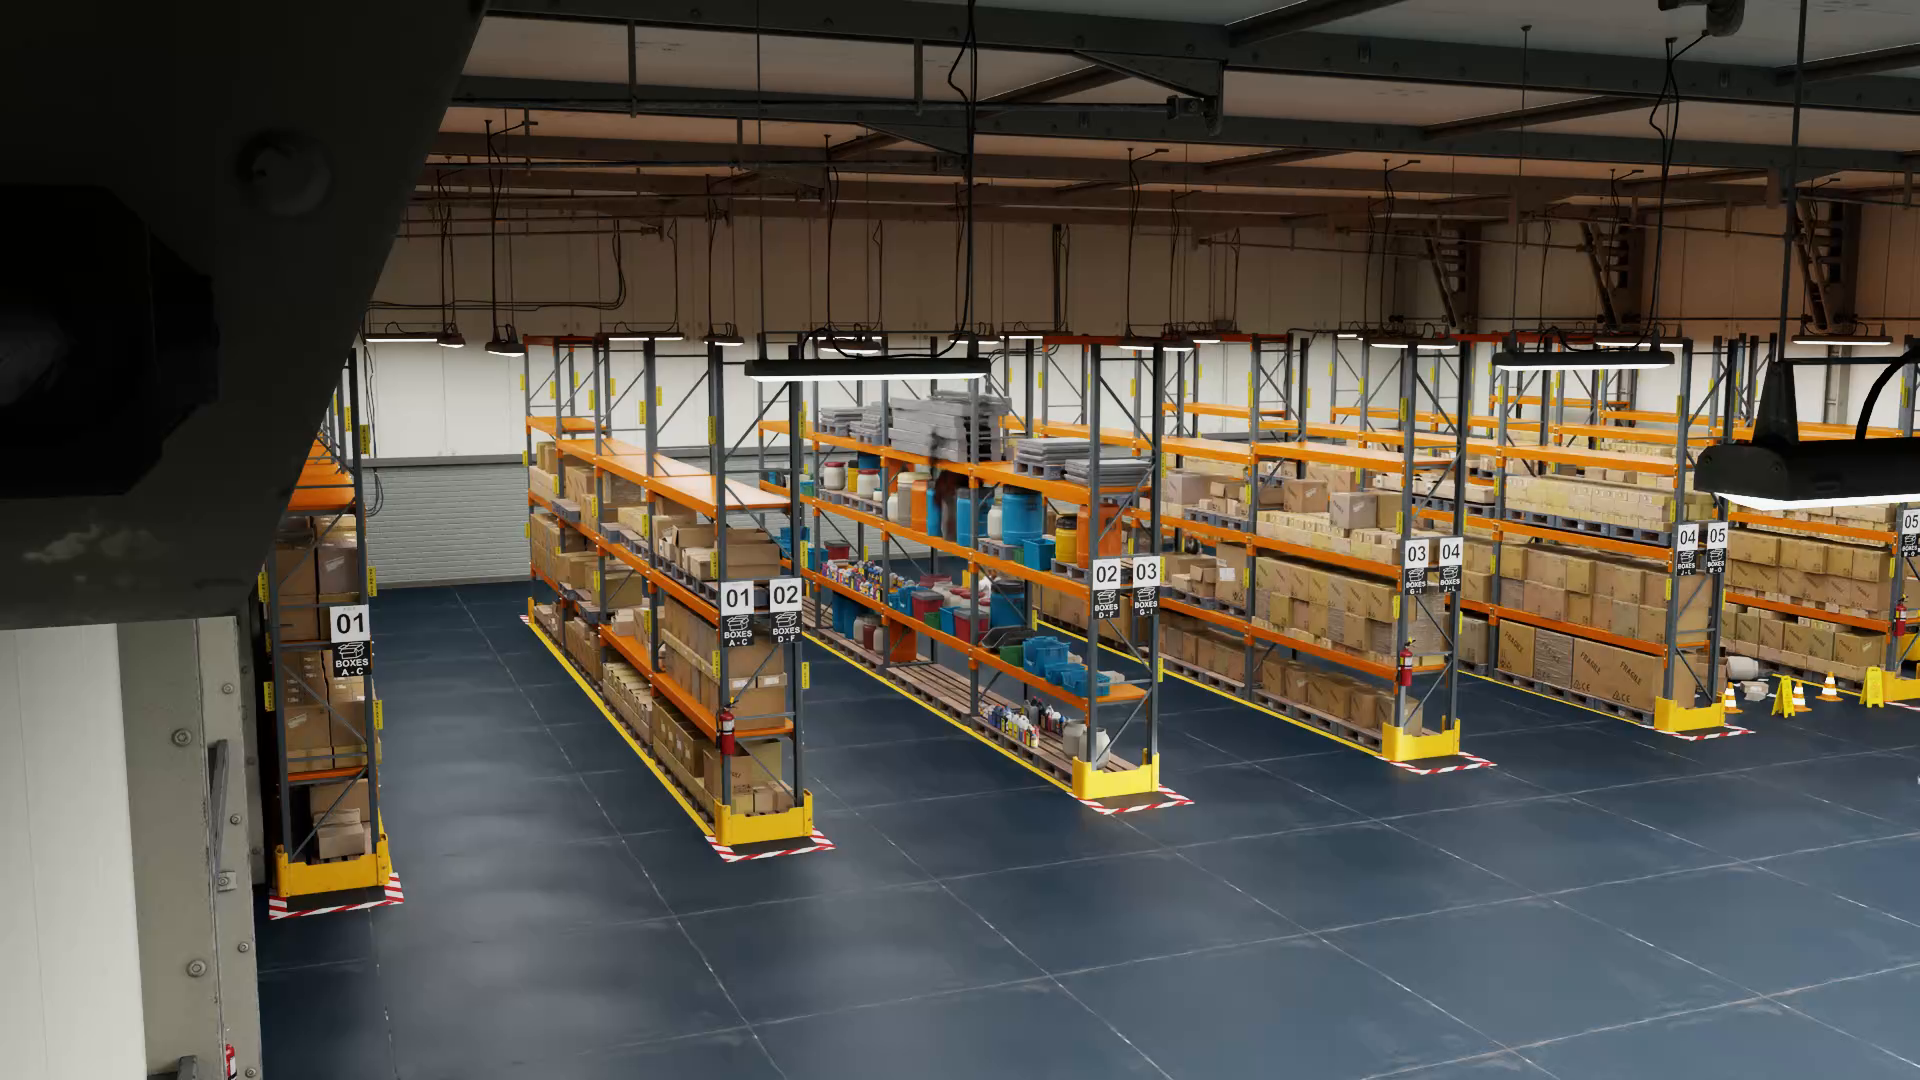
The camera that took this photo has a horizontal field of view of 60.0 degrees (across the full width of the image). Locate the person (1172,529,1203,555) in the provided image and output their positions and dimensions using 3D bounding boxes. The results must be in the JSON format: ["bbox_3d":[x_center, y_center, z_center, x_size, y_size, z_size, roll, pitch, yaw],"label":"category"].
[{"bbox_3d":[5.070,0.606,36.799,0.628,1.788,0.781,-3,8,-20],"label":"person"}]

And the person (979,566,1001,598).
[{"bbox_3d":[0.634,1.277,32.092,0.607,1.627,0.549,-5,9,-33],"label":"person"}]
